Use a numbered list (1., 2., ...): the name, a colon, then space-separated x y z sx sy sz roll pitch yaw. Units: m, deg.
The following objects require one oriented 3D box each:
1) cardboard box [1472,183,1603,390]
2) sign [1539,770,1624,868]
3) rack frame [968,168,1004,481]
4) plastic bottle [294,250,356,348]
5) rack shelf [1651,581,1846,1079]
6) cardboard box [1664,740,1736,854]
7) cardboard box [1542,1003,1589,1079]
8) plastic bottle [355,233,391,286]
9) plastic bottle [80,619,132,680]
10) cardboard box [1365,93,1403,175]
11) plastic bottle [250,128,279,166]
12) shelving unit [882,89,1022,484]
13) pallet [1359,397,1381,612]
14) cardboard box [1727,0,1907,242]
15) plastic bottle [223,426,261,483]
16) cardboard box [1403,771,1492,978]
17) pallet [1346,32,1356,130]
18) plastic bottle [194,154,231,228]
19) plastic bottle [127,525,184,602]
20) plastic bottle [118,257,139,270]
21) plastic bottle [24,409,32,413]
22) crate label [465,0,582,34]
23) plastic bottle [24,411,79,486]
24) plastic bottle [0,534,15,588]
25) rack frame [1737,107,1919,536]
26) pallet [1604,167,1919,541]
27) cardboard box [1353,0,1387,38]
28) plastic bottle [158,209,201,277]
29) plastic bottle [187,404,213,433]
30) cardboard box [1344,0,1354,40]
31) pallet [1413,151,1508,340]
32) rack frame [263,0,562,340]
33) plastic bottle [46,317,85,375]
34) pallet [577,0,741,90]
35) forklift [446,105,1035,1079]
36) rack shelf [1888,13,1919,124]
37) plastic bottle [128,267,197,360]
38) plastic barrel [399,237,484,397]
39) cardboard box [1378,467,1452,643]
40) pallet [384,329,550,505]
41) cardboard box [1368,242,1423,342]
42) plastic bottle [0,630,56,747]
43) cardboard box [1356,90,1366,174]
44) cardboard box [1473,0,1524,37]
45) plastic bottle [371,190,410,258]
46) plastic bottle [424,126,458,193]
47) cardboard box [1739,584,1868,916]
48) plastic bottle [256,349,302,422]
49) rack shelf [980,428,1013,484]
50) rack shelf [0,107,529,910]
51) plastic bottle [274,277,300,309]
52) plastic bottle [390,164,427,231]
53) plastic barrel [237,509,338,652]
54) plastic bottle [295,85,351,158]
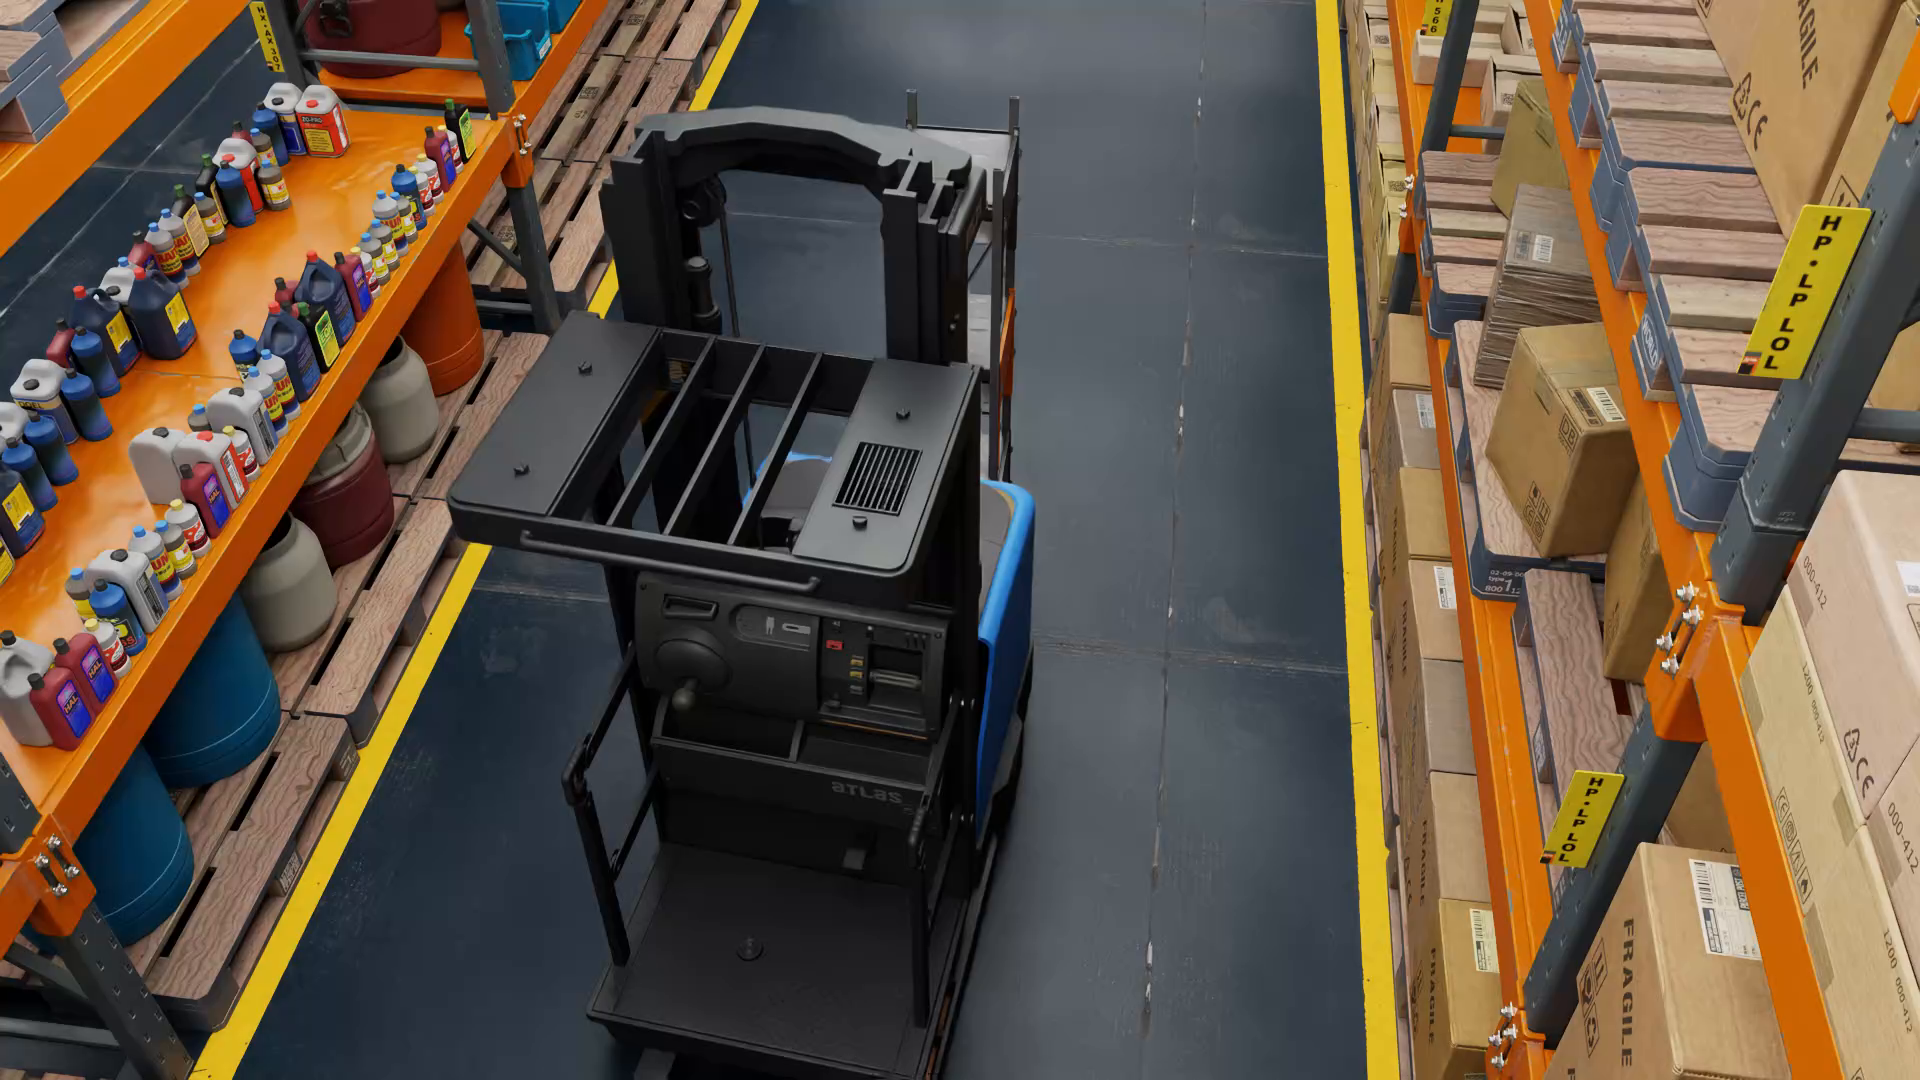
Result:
1. cardboard box: 2.143 -0.793 5.550 0.700 0.500 0.500 13 45 13
2. sign: 1.345 0.608 3.606 0.100 0.325 0.005 5 44 6
3. rack frame: -0.054 -0.483 6.255 0.400 2.100 0.015 5 44 6
4. plastic bottle: -2.329 -0.886 6.062 0.144 0.351 0.185 5 44 6
5. rack shelf: 1.632 1.612 1.730 1.077 0.370 4.000 5 44 6
6. cardboard box: 2.180 0.585 4.094 0.700 0.500 0.500 -8 44 -9
7. cardboard box: 1.559 1.363 3.578 0.500 0.500 0.500 6 44 7
8. plastic bottle: -2.256 -1.083 6.379 0.097 0.201 0.097 0 43 0
9. plastic bottle: -2.527 0.314 4.904 0.097 0.201 0.097 0 43 0
10. cardboard box: 2.382 -2.085 8.579 0.500 0.311 0.500 5 44 5
11. plastic bottle: -2.917 -1.622 6.948 0.097 0.201 0.097 0 43 0
12. shelving unit: -0.022 -0.650 6.431 0.431 2.100 0.503 5 44 6
13. pallet: 2.289 -0.131 7.258 1.003 0.211 1.213 5 44 6
14. cardboard box: 2.102 -1.032 3.548 0.600 0.600 0.600 5 44 5
15. plastic bottle: -2.410 -0.292 5.544 0.097 0.201 0.097 0 43 0
16. cardboard box: 1.751 1.126 5.399 0.500 0.500 0.500 5 44 6
17. pallet: 2.895 -2.857 10.136 1.003 0.211 1.213 5 44 6
18. plastic bottle: -2.986 -1.392 6.645 0.061 0.283 0.133 5 44 6
19. plastic bottle: -2.484 0.064 5.117 0.097 0.271 0.097 0 43 0
20. plastic bottle: -3.057 -0.926 6.162 0.097 0.271 0.097 0 43 0
21. plastic bottle: -3.161 -0.368 5.624 0.097 0.201 0.097 0 43 0
22. crate label: -2.085 -2.768 7.988 0.502 0.435 0.616 5 44 6
23. plastic bottle: -3.023 -0.313 5.515 0.097 0.271 0.097 0 43 0
24. plastic bottle: -3.073 -0.001 5.128 0.144 0.351 0.185 5 44 6
25. rack frame: 1.896 -1.102 1.891 1.000 3.000 0.127 5 44 6
26. pallet: 2.052 -0.382 3.449 1.213 0.211 1.003 5 44 6
27. cardboard box: 2.581 -3.134 9.686 0.500 0.311 0.500 5 44 5
28. plastic bottle: -3.014 -1.150 6.399 0.097 0.271 0.097 0 43 0
29. plastic bottle: -2.547 -0.373 5.629 0.097 0.201 0.097 0 43 0
30. cardboard box: 2.655 -3.277 10.246 0.500 0.250 0.500 4 44 5
31. pallet: 2.405 -1.111 6.404 1.213 0.211 1.003 5 44 6
32. rack frame: -2.484 -2.102 7.311 1.000 3.000 0.127 5 44 6
33. plastic bottle: -3.133 -0.636 5.847 0.061 0.283 0.133 5 44 6
34. pallet: -2.021 -3.277 10.580 1.003 0.211 1.213 5 44 6
35. forklift: -0.542 0.438 4.678 1.130 2.935 3.031 9 44 9
36. rack shelf: 2.161 -2.058 3.715 1.077 0.370 4.000 5 44 6
37. plastic bottle: -2.902 -0.843 6.017 0.144 0.351 0.185 5 44 6
38. plastic barrel: -2.532 -1.132 7.559 0.600 0.830 0.708 5 44 6
39. cardboard box: 1.947 0.081 6.503 0.500 0.500 0.500 5 44 5
40. pallet: -2.547 -0.549 7.698 1.003 0.211 1.213 5 44 6
41. cardboard box: 2.253 -1.184 8.036 0.500 0.250 0.500 6 44 7
42. plastic bottle: -2.640 0.404 4.700 0.144 0.351 0.185 5 44 6
43. cardboard box: 2.452 -2.229 9.139 0.500 0.250 0.500 6 44 6
44. cardboard box: 2.538 -2.432 7.842 0.380 0.149 0.250 8 44 9
45. plastic bottle: -2.230 -1.241 6.495 0.097 0.271 0.097 0 43 0
46. plastic bottle: -2.146 -1.588 6.853 0.061 0.283 0.133 5 44 6
47. cardboard box: 1.587 0.351 2.647 0.500 0.250 0.500 5 44 6
48. plastic bottle: -2.366 -0.542 5.757 0.097 0.271 0.097 0 43 0
49. rack shelf: -0.022 -0.131 6.922 0.431 0.518 0.480 5 44 6
50. rack shelf: -2.749 -0.478 6.119 1.077 0.370 4.000 5 44 6
51. plastic bottle: -2.434 -0.854 6.077 0.061 0.283 0.133 5 44 6
52. plastic bottle: -2.205 -1.374 6.635 0.097 0.271 0.097 0 43 0
53. plastic barrel: -2.668 0.146 6.440 0.421 0.512 0.421 0 43 0
54. plastic bottle: -2.711 -1.778 7.058 0.152 0.276 0.135 5 44 6
